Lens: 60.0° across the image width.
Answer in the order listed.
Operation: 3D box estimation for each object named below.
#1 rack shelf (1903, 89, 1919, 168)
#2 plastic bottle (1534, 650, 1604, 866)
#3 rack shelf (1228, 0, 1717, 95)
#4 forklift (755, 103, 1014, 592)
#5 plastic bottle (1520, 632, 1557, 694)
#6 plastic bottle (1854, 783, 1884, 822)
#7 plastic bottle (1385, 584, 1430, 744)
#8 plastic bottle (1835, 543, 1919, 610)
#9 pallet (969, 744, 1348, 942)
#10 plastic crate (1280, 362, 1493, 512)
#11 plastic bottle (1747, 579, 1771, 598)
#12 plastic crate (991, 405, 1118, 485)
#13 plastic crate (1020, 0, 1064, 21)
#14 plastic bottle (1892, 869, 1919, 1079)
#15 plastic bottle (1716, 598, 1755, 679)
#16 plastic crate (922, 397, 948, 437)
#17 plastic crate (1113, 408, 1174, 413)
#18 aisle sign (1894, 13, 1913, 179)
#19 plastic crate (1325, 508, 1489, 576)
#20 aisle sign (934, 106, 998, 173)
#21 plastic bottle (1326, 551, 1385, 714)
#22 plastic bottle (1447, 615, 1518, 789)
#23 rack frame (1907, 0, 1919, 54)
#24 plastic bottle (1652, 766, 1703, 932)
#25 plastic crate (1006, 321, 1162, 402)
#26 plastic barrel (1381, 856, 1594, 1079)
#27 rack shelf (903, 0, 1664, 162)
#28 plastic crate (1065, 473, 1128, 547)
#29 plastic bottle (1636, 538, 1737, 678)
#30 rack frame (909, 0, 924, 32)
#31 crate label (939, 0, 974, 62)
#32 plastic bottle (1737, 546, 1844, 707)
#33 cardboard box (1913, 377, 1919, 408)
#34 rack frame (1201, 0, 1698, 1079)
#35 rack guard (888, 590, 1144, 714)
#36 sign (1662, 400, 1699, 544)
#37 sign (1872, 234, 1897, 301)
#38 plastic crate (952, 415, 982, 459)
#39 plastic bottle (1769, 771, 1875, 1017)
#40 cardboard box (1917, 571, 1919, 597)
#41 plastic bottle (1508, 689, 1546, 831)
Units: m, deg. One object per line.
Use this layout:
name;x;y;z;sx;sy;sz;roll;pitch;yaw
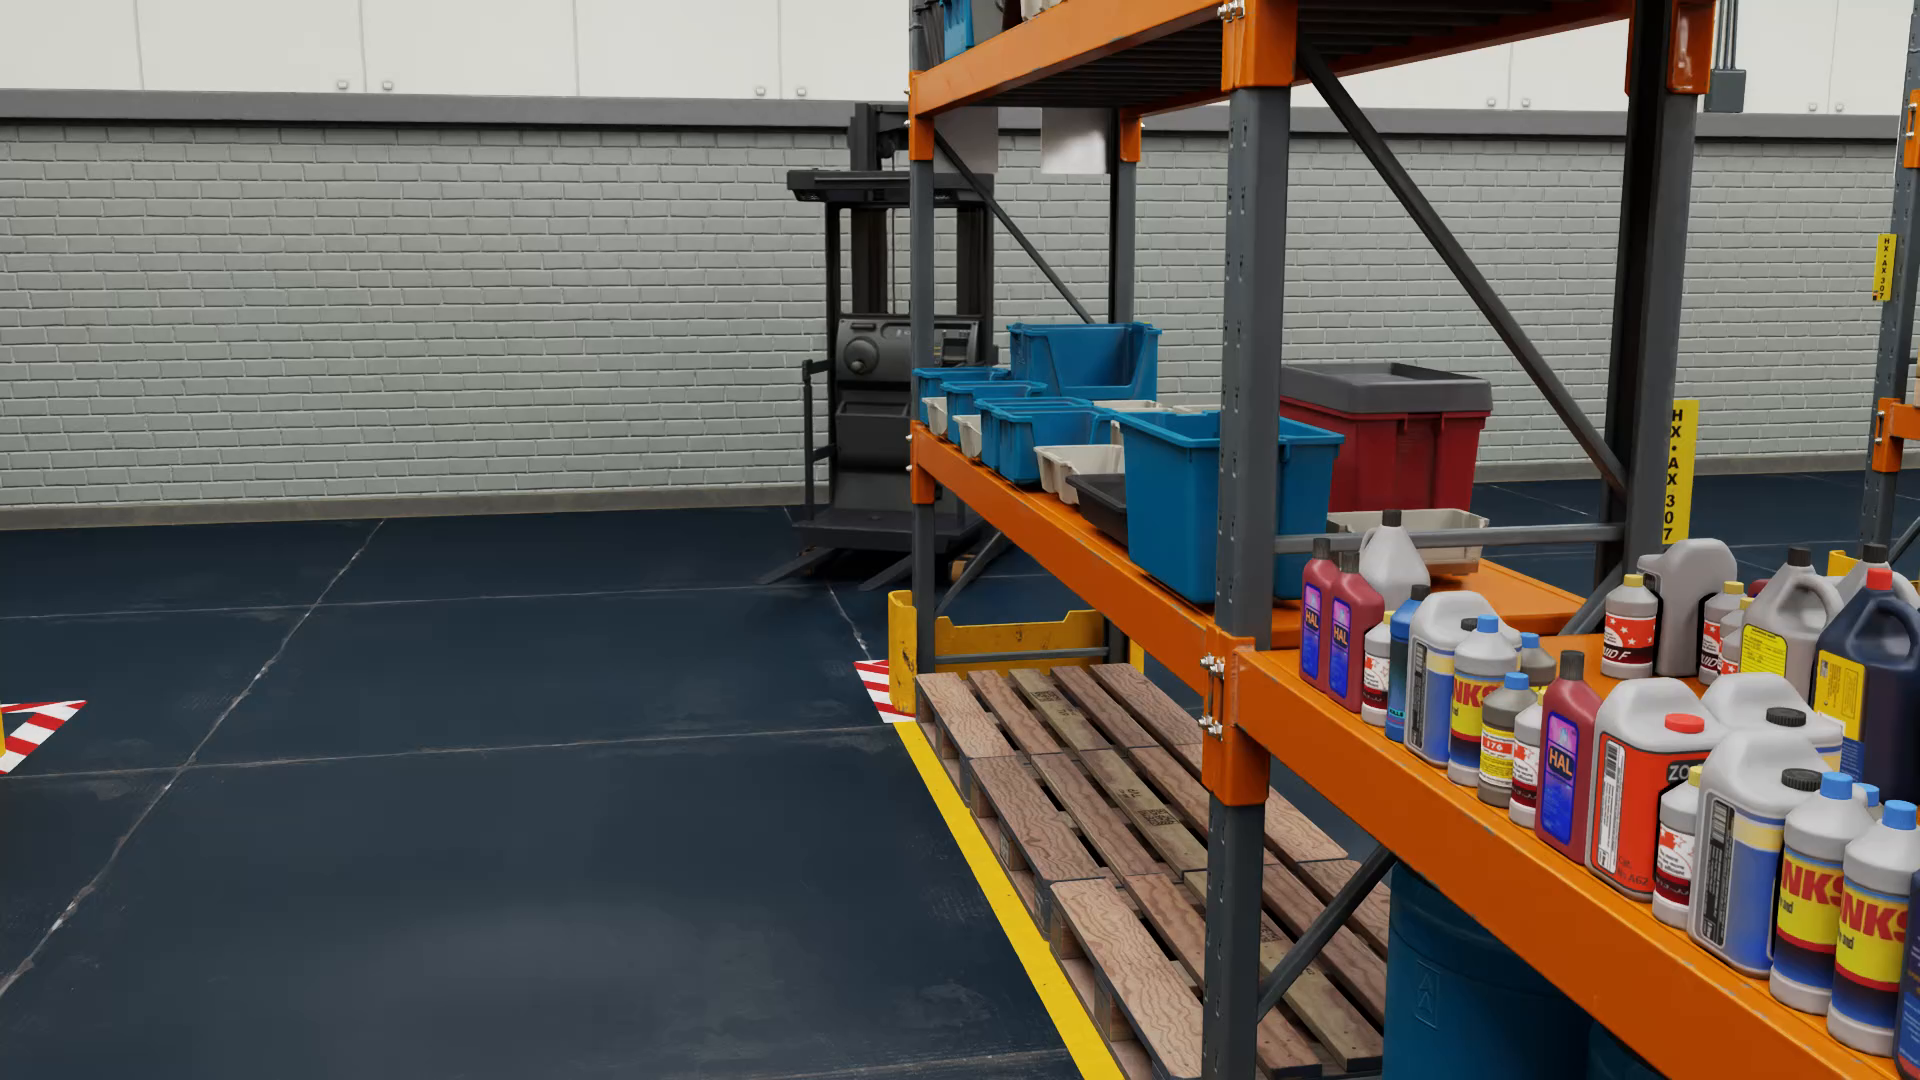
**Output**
rack shelf;5.528;-1.663;6.312;1.077;0.370;4.000;-2;11;-11
plastic bottle;0.884;0.307;2.372;0.061;0.283;0.133;-2;11;-11
rack shelf;1.448;-0.749;1.511;1.077;0.370;4.000;-2;11;-11
forklift;-0.394;-1.235;10.345;1.130;2.935;3.031;3;11;16
plastic bottle;0.965;0.260;2.841;0.097;0.201;0.097;0;11;0
plastic bottle;1.119;0.405;2.078;0.097;0.201;0.097;0;11;0
plastic bottle;0.797;0.213;2.899;0.097;0.271;0.097;0;11;0
plastic bottle;1.558;0.185;2.833;0.144;0.351;0.185;-2;11;-11
pallet;0.637;1.016;5.792;1.003;0.211;1.213;-2;11;-11
plastic crate;1.131;-0.230;4.548;0.402;0.464;0.583;-2;11;-11
plastic bottle;1.542;0.163;3.130;0.061;0.283;0.133;-2;11;-11
plastic crate;0.320;-0.323;5.657;0.416;0.233;0.300;-2;11;-11
plastic crate;0.409;-1.727;5.042;0.437;0.282;0.530;-2;11;-11
plastic bottle;1.065;0.405;1.680;0.144;0.351;0.185;-2;11;-11
plastic bottle;1.468;0.209;3.106;0.097;0.201;0.097;0;11;0
plastic crate;-0.013;-0.510;6.900;0.250;0.136;0.298;-2;11;-11
plastic crate;0.659;-0.433;6.492;0.396;0.136;0.243;-2;11;-11
aisle sign;4.831;-2.189;8.221;0.394;0.787;0.004;-2;11;-11
plastic crate;1.108;0.014;4.147;0.396;0.136;0.243;-2;11;-11
aisle sign;-0.025;-2.009;7.276;0.394;0.787;0.004;-2;11;-11
plastic bottle;0.738;0.169;3.099;0.061;0.283;0.133;-2;11;-11
plastic bottle;0.842;0.256;2.675;0.097;0.271;0.097;0;11;0
rack frame;5.139;-3.857;7.892;1.000;3.000;0.127;-2;11;-11
plastic bottle;0.951;0.393;2.142;0.097;0.201;0.097;0;11;0
plastic crate;0.529;-0.722;7.210;0.616;0.435;0.499;-2;11;-11
plastic barrel;1.148;0.929;3.281;0.600;0.901;0.708;-2;11;-11
rack shelf;0.670;-1.483;5.366;1.077;0.370;4.000;-2;11;-11
plastic crate;0.578;-0.086;4.699;0.437;0.125;0.590;-2;11;-11
plastic bottle;1.452;0.126;3.345;0.152;0.276;0.135;-2;11;-11
rack frame;0.281;-3.676;6.945;1.000;3.000;0.127;-2;11;-11
crate label;0.143;-1.949;6.289;0.408;0.251;0.502;-2;11;-11
plastic bottle;1.417;0.190;2.806;0.144;0.351;0.185;-2;11;-11
cardboard box;4.884;-0.709;8.071;0.380;0.149;0.250;-2;11;-10
rack frame;1.062;0.004;3.652;0.949;2.616;0.053;-2;11;-11
rack guard;0.263;0.495;7.761;1.175;0.500;0.348;-2;11;-11
sign;1.599;-0.151;3.729;0.100;0.325;0.005;-2;11;-11
sign;4.594;-1.355;8.264;0.100;0.325;0.005;-2;11;-11
plastic crate;0.119;-0.386;6.246;0.250;0.136;0.298;-2;11;-11
plastic bottle;0.996;0.401;1.912;0.097;0.271;0.097;0;11;0
cardboard box;5.342;0.042;8.010;0.875;0.875;0.875;-2;11;-11
plastic bottle;0.880;0.326;2.494;0.097;0.201;0.097;0;11;0
